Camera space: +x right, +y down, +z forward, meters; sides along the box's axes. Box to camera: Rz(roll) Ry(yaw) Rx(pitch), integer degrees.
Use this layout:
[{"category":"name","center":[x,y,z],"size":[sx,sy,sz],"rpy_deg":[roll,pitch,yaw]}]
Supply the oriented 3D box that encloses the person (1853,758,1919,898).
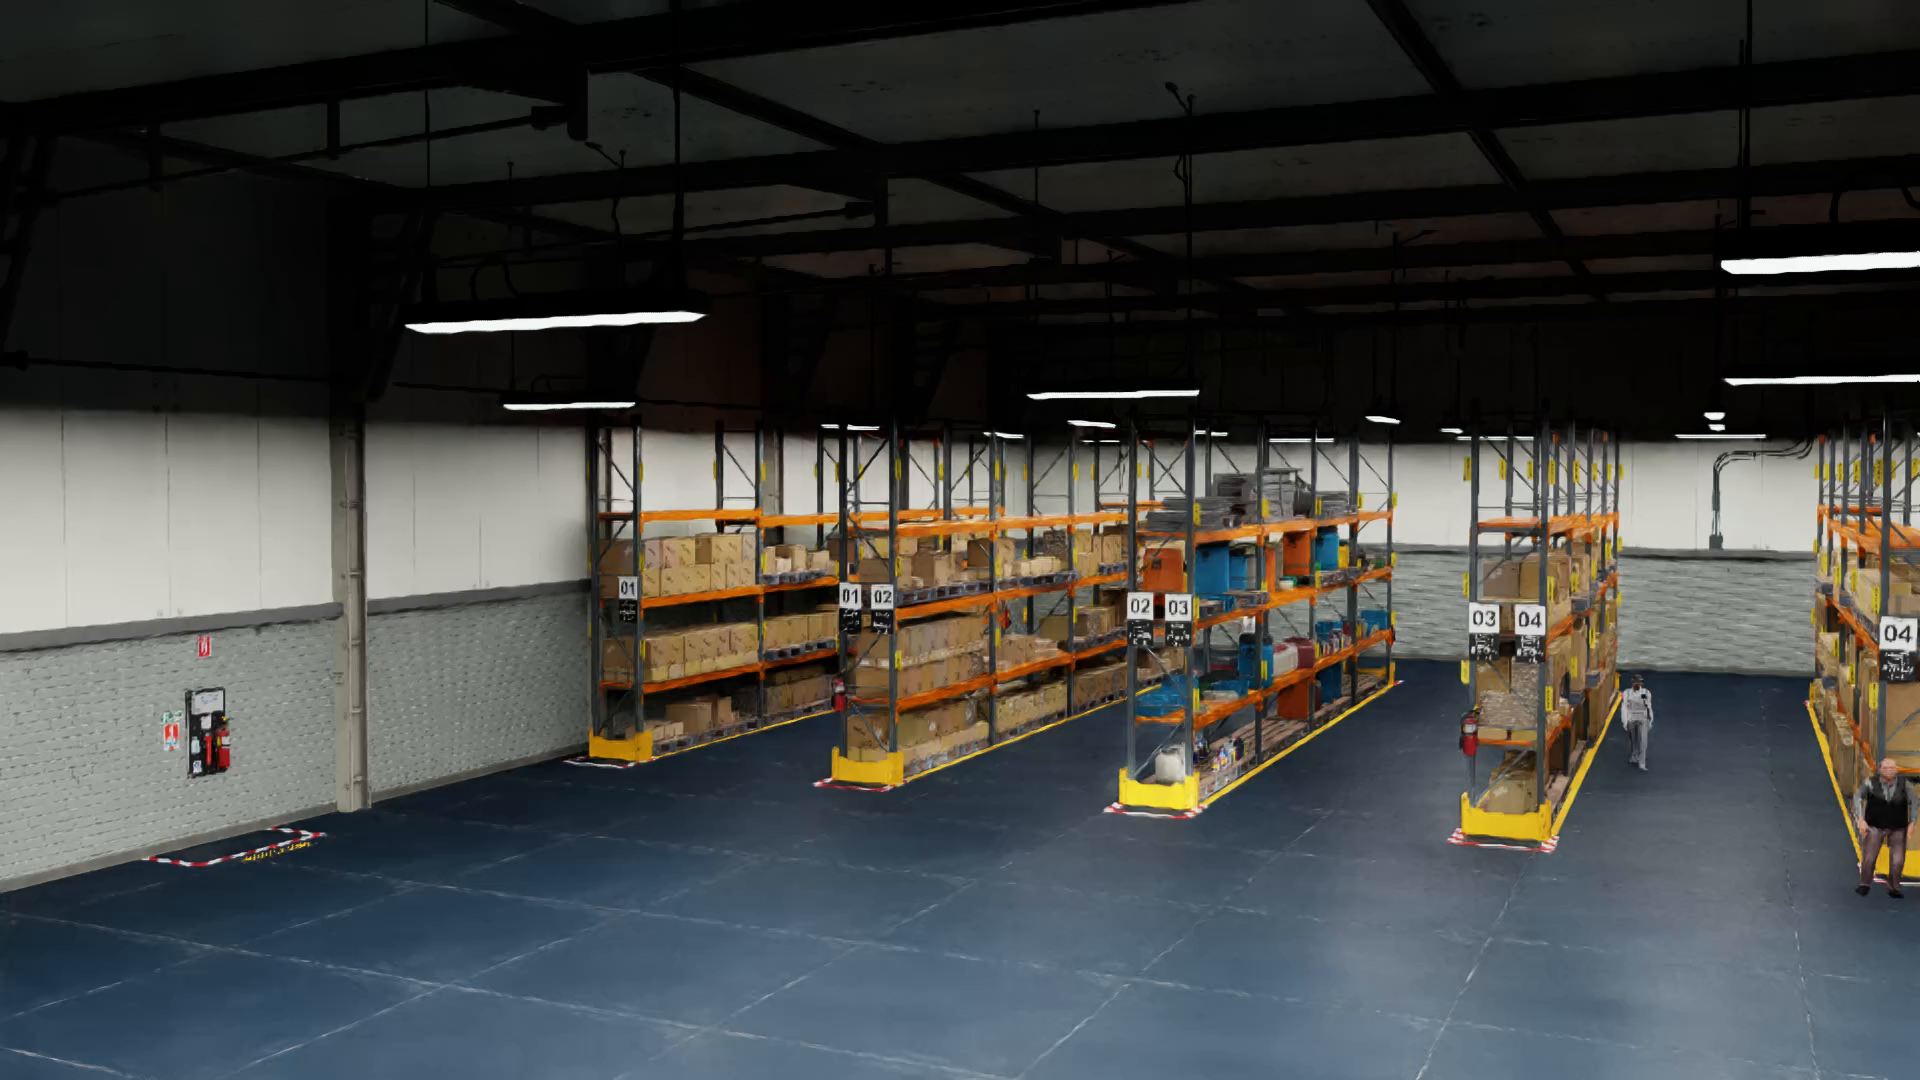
[{"category":"person","center":[10.860,3.369,19.517],"size":[0.677,1.671,0.534],"rpy_deg":[1,3,23]}]

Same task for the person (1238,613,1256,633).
[{"category":"person","center":[7.300,2.400,41.622],"size":[0.702,1.671,0.548],"rpy_deg":[1,3,23]}]

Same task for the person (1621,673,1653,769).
[{"category":"person","center":[11.430,3.031,28.095],"size":[0.495,1.589,1.086],"rpy_deg":[1,3,27]}]

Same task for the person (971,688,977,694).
[{"category":"person","center":[0.160,2.657,35.445],"size":[0.553,1.672,0.862],"rpy_deg":[1,3,24]}]
